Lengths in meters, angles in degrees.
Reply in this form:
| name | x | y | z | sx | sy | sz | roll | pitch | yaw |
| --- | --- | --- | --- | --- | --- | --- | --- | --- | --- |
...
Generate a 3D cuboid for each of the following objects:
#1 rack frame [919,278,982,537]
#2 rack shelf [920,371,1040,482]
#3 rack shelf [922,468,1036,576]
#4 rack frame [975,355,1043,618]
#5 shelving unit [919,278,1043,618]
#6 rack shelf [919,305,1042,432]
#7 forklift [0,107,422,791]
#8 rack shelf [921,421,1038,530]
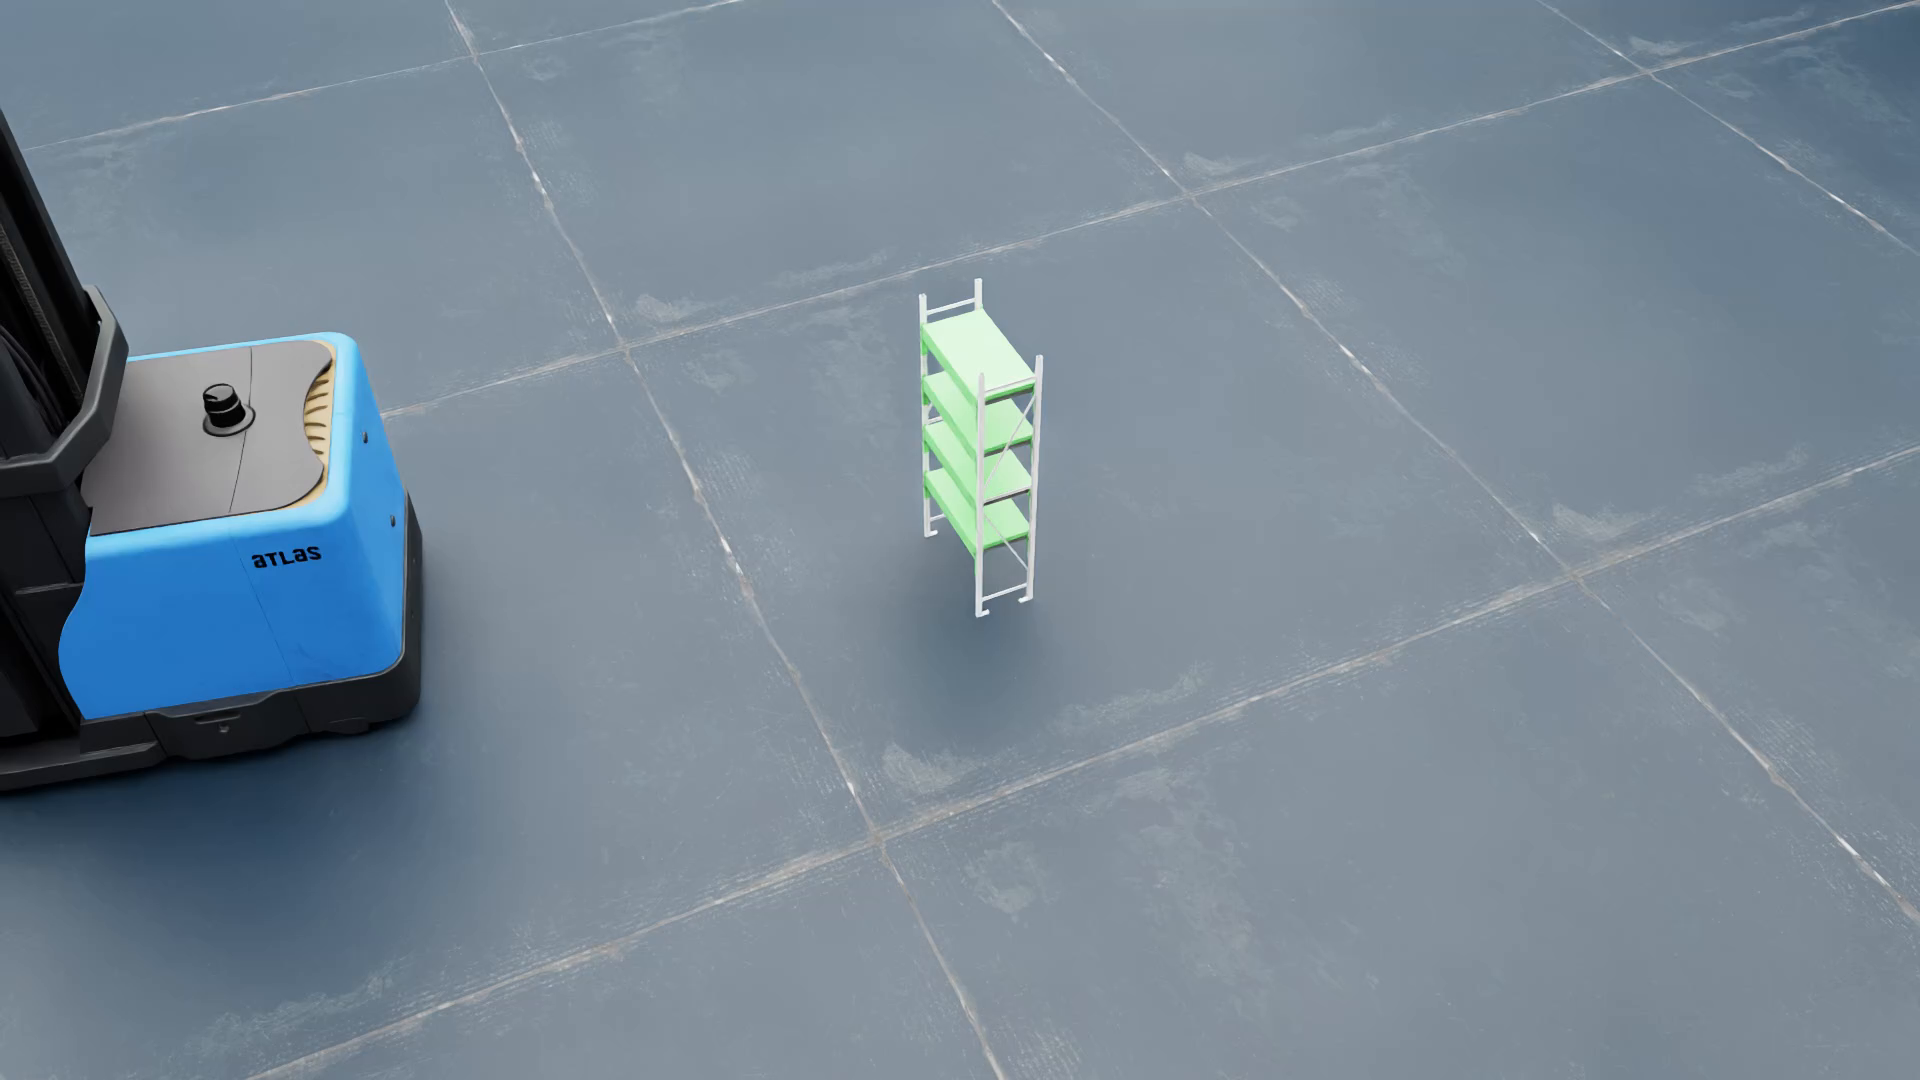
| name | x | y | z | sx | sy | sz | roll | pitch | yaw |
| --- | --- | --- | --- | --- | --- | --- | --- | --- | --- |
| rack frame | -0.033 | -0.477 | 6.379 | 0.240 | 1.200 | 0.015 | -18 | 47 | -17 |
| rack shelf | 0.070 | -0.447 | 6.098 | 0.258 | 0.148 | 0.480 | -18 | 47 | -17 |
| rack shelf | 0.070 | -0.105 | 6.435 | 0.258 | 0.148 | 0.480 | -18 | 47 | -17 |
| rack frame | 0.172 | -0.166 | 6.064 | 0.240 | 1.200 | 0.015 | -18 | 47 | -17 |
| shelving unit | 0.070 | -0.322 | 6.222 | 0.258 | 1.200 | 0.503 | -18 | 47 | -17 |
| rack shelf | 0.070 | -0.618 | 5.929 | 0.258 | 0.148 | 0.480 | -18 | 47 | -17 |
| forklift | -3.543 | -0.488 | 5.158 | 3.031 | 2.935 | 1.130 | -9 | 45 | -9 |
| rack shelf | 0.070 | -0.276 | 6.267 | 0.258 | 0.148 | 0.480 | -18 | 47 | -17 |
